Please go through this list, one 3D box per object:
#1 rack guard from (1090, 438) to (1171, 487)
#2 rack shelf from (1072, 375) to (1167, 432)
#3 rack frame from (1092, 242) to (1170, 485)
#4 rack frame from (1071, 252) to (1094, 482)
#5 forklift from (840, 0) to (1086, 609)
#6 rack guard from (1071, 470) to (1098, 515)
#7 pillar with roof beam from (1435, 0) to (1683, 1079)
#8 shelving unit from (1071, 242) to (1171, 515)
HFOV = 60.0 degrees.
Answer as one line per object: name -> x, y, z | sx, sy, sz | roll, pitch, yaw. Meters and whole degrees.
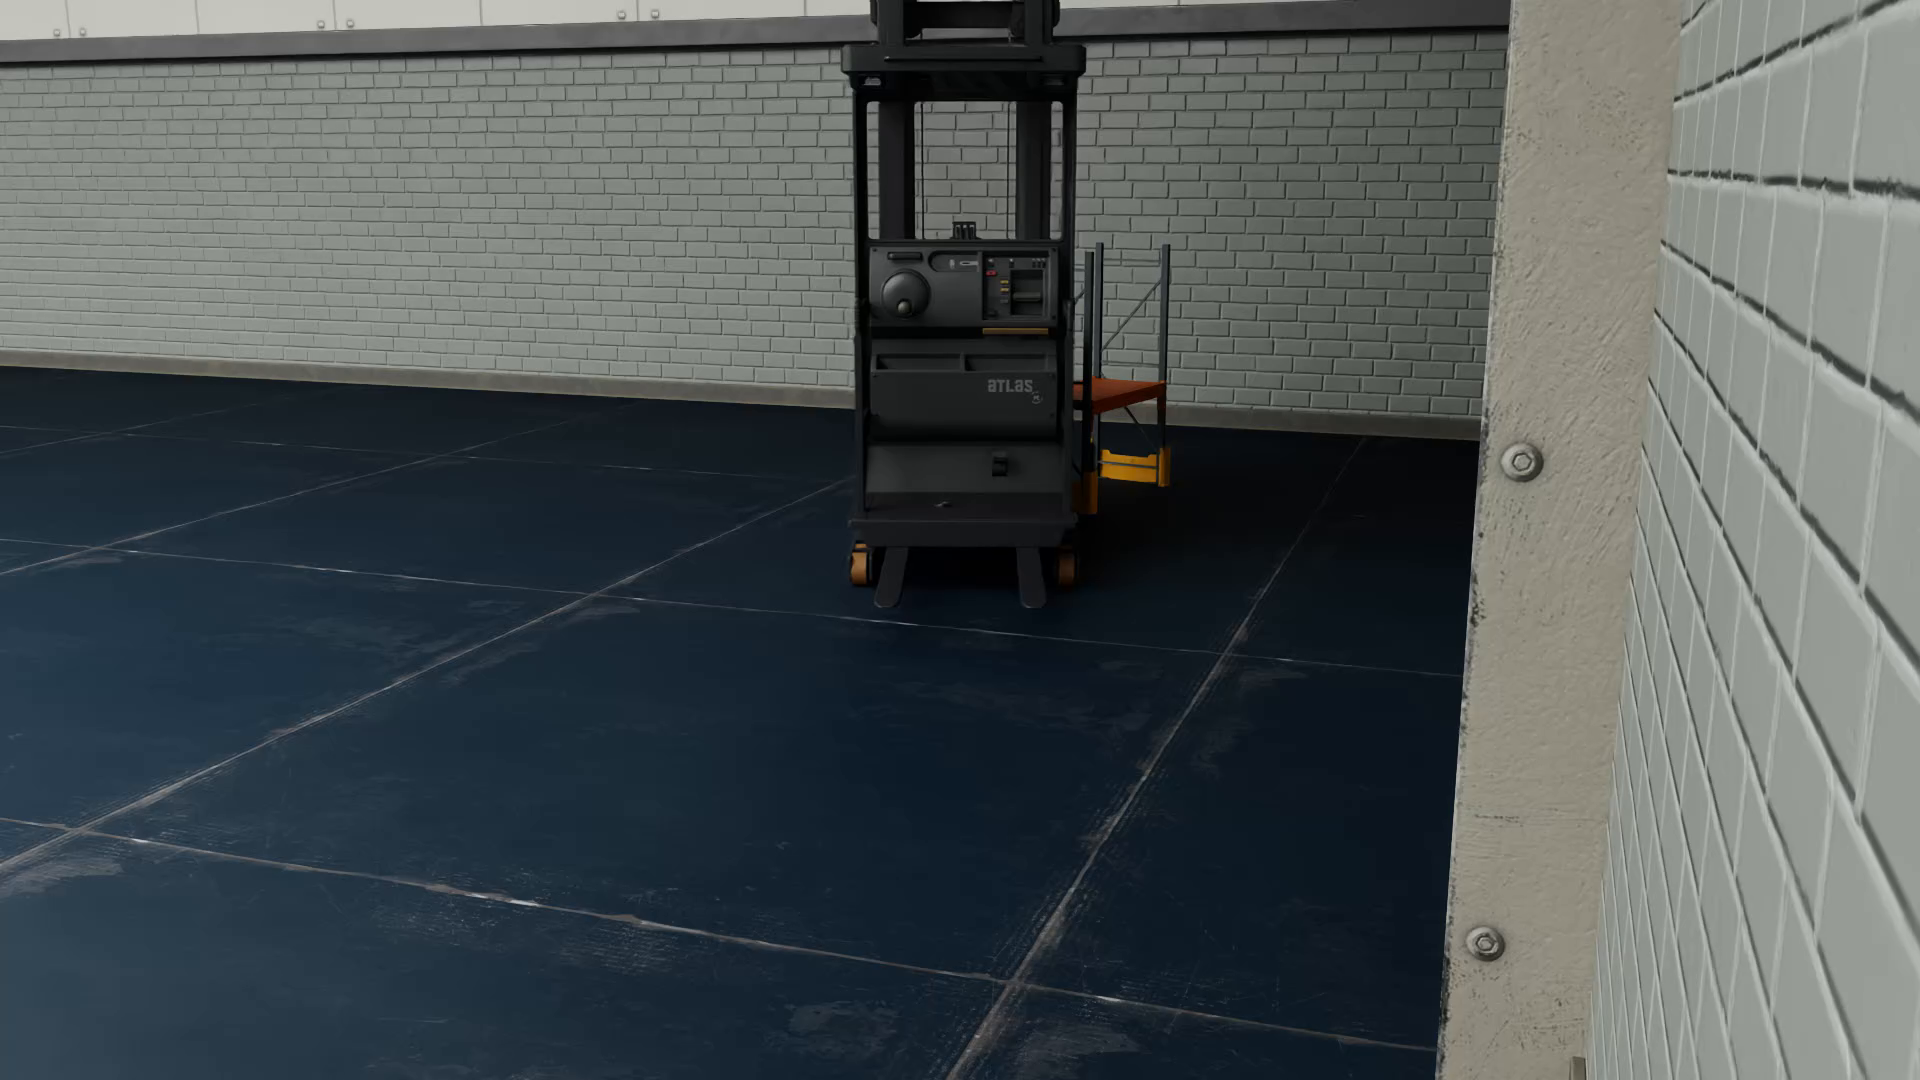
rack guard -> 1.061, -0.497, 10.609 | 0.587, 0.250, 0.087 | 8, 15, 31
rack shelf -> 0.803, -0.839, 10.105 | 0.538, 0.185, 1.000 | 8, 15, 31
rack frame -> 1.071, -1.110, 10.486 | 0.500, 1.500, 0.032 | 8, 15, 31
rack frame -> 0.535, -0.918, 9.644 | 0.500, 1.500, 0.032 | 8, 15, 31
forklift -> 0.019, -1.274, 7.986 | 1.130, 2.935, 3.031 | 0, 13, 1
rack guard -> 0.536, -0.309, 9.784 | 0.587, 0.250, 0.087 | 8, 15, 31
pillar with roof beam -> -2.825, -3.506, 4.132 | 9.100, 9.000, 0.400 | 4, 14, 18
shelving unit -> 0.798, -1.012, 10.058 | 0.587, 1.500, 1.083 | 8, 15, 31
